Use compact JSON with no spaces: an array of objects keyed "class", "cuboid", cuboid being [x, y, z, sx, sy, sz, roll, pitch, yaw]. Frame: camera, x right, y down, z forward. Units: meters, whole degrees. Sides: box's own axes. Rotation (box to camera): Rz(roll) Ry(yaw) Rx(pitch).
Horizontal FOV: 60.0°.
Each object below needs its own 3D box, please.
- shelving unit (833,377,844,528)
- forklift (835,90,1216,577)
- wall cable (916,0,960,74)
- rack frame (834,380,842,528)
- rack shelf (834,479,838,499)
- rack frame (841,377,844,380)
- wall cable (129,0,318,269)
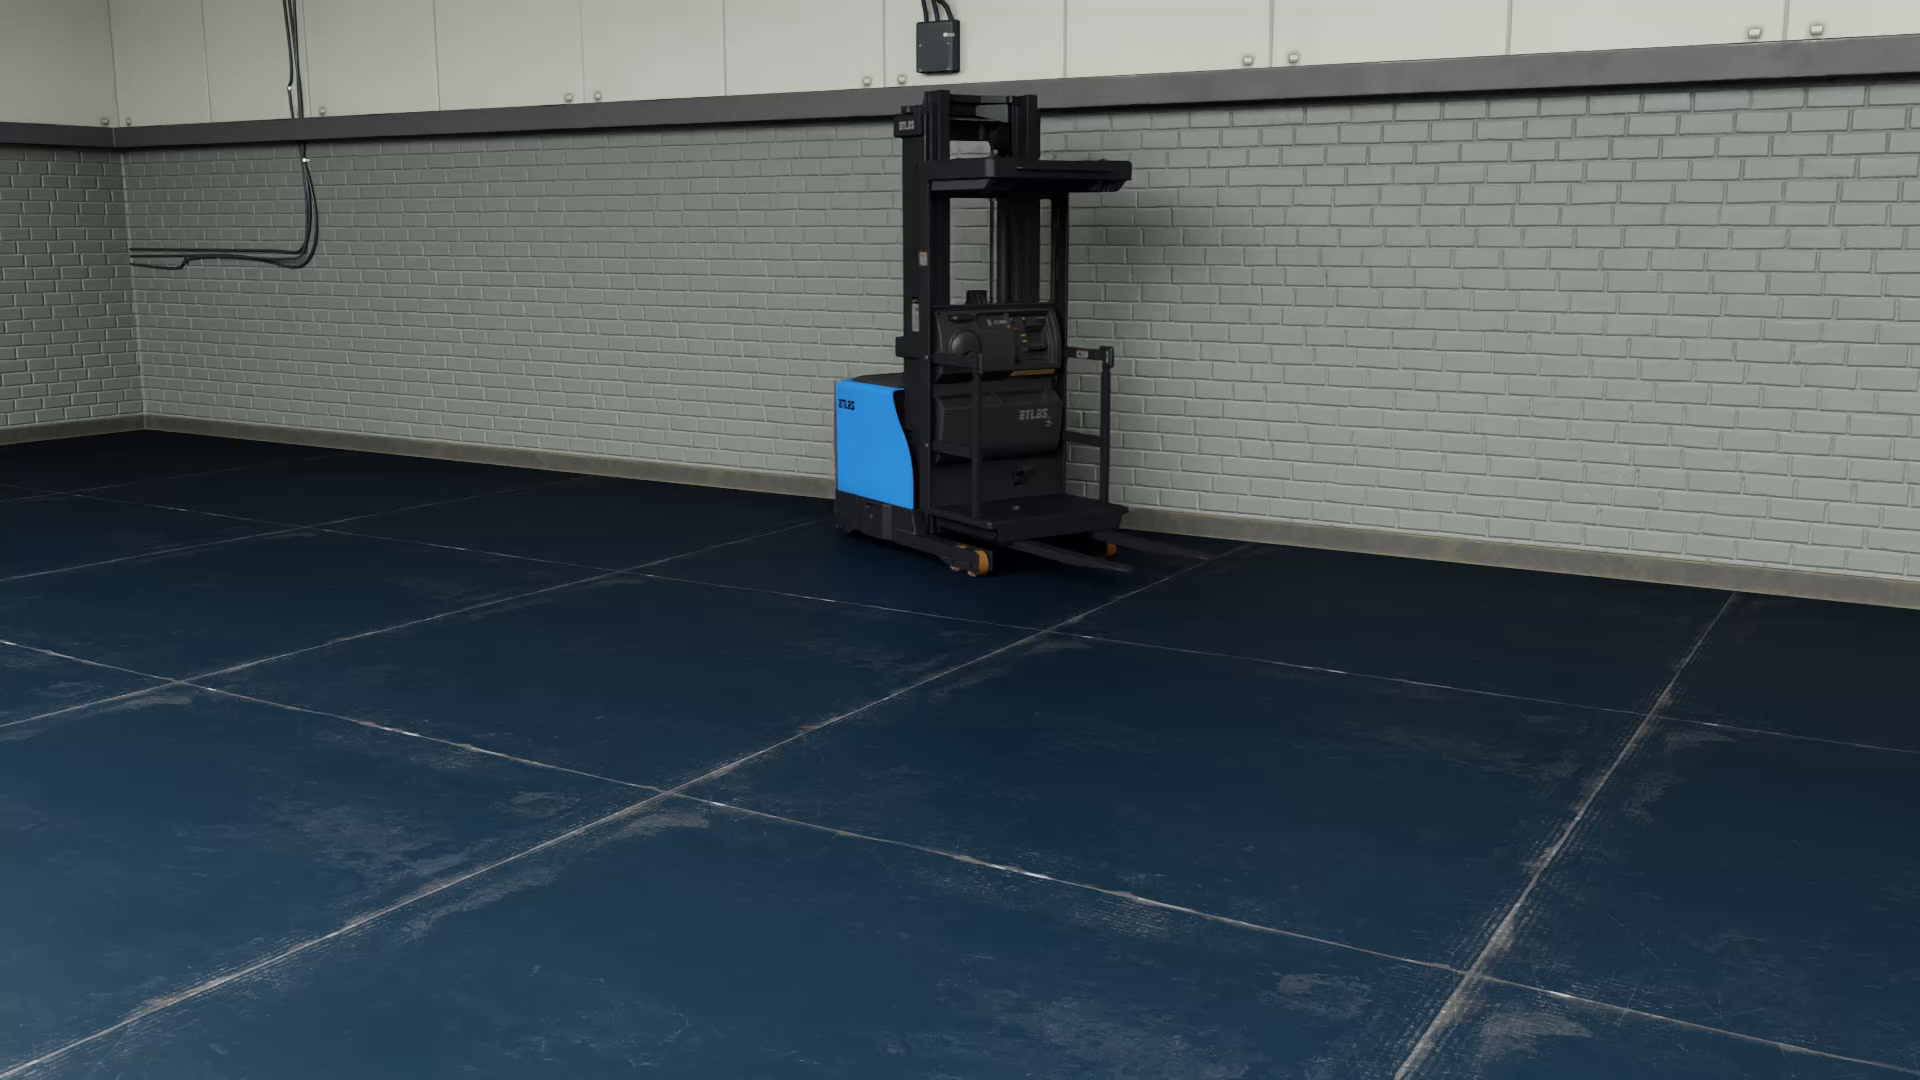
[{"class":"shelving unit","cuboid":[-0.769,-0.625,11.852,0.215,1.050,0.252,2,11,9]},{"class":"forklift","cuboid":[0.366,-1.314,10.425,1.130,2.935,3.031,-7,13,-33]},{"class":"wall cable","cuboid":[0.688,-6.218,10.886,2.305,6.003,0.169,6,12,31]},{"class":"rack frame","cuboid":[-0.787,-0.603,11.734,0.200,1.050,0.008,2,11,9]},{"class":"rack shelf","cuboid":[-0.770,-0.342,11.906,0.215,0.259,0.240,2,11,9]},{"class":"rack frame","cuboid":[-0.750,-0.647,11.971,0.200,1.050,0.008,2,11,9]},{"class":"wall cable","cuboid":[-7.417,-3.930,16.343,3.097,2.526,0.112,6,12,31]}]
